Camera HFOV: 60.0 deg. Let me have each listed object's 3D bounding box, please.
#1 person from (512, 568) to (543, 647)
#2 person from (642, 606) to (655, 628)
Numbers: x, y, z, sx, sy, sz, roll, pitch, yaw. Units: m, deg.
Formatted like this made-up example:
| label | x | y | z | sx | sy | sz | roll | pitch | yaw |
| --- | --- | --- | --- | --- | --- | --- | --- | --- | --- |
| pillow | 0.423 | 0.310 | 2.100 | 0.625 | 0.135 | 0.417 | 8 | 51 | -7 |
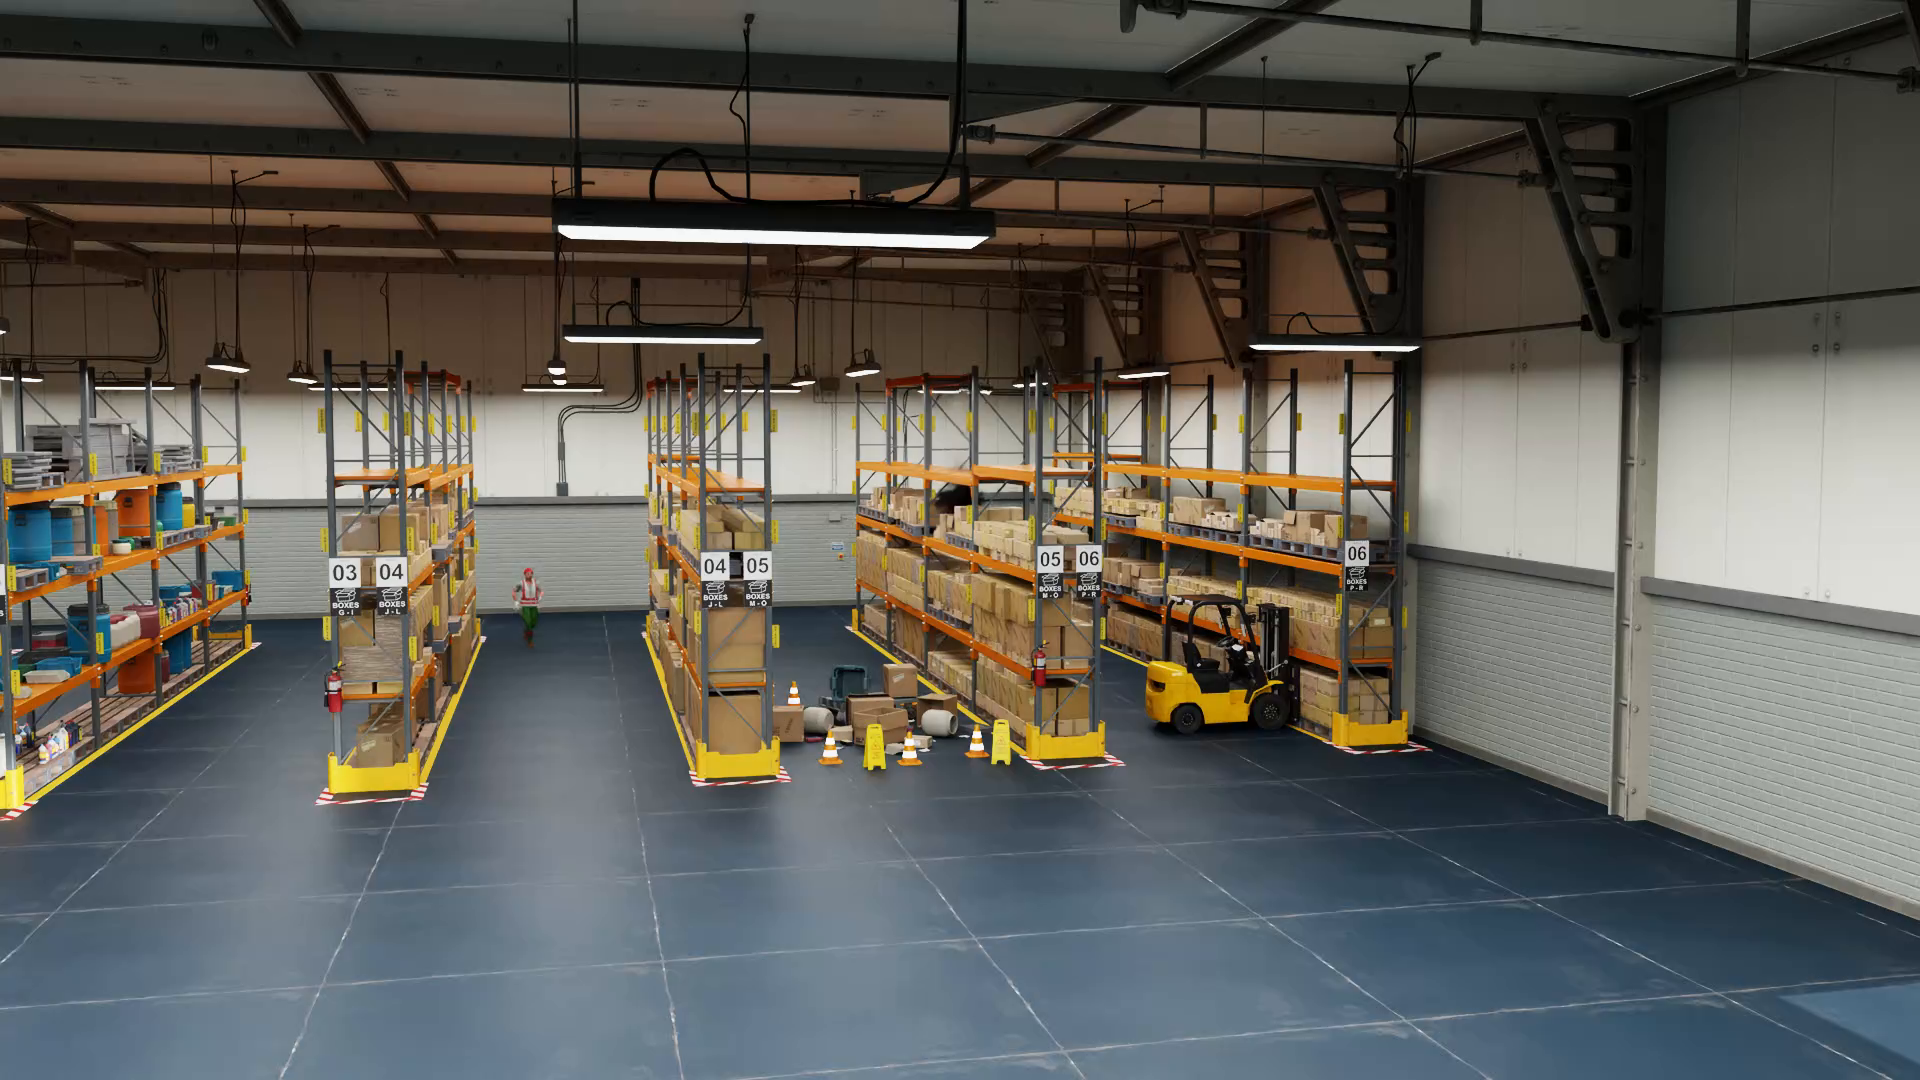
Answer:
| label | x | y | z | sx | sy | sz | roll | pitch | yaw |
| --- | --- | --- | --- | --- | --- | --- | --- | --- | --- |
| person | -9.767 | 1.519 | 37.671 | 0.697 | 1.789 | 0.779 | -2 | 5 | -31 |
| person | -7.370 | 1.368 | 40.535 | 0.854 | 1.605 | 0.650 | 0 | 4 | -2 |
